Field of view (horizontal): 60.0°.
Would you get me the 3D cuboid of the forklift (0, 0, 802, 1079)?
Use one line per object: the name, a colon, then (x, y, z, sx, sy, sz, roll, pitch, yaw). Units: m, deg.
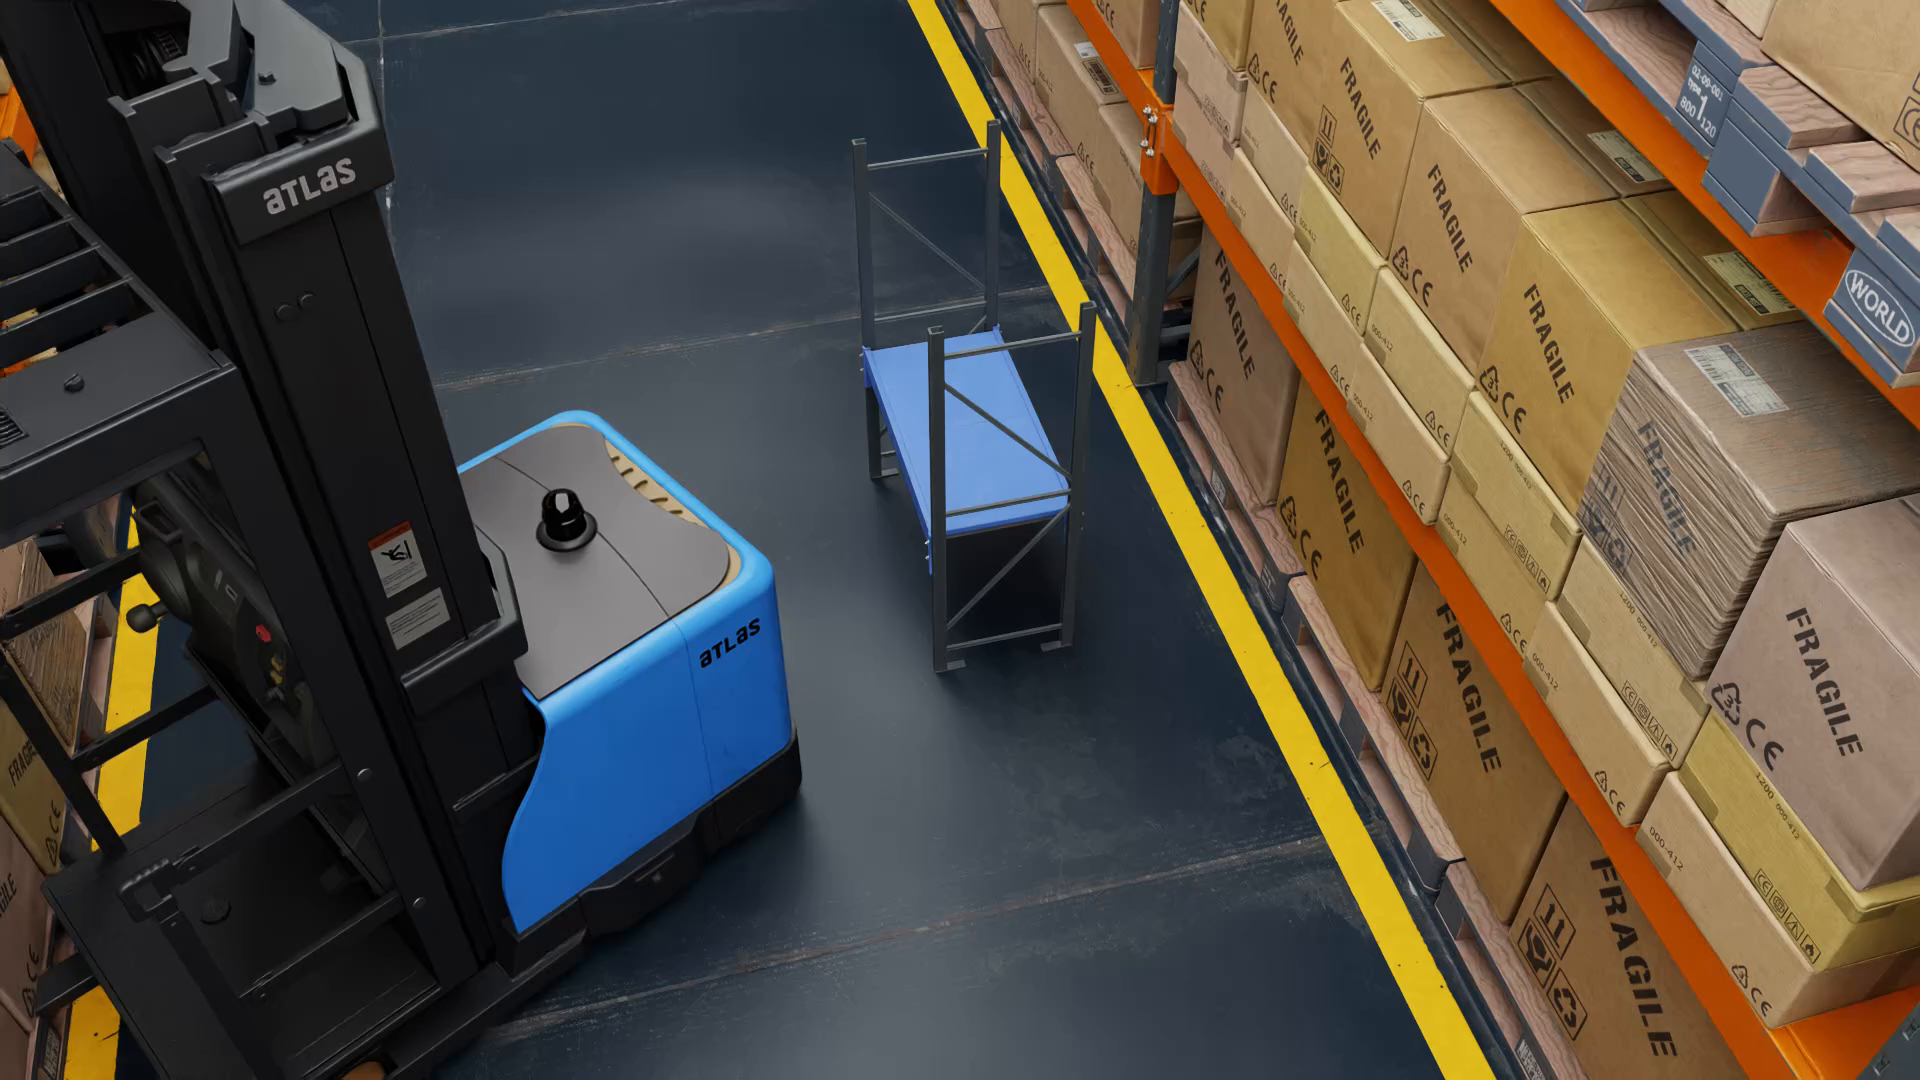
forklift: (-1.932, 0.266, 3.937, 3.031, 2.935, 1.130, -34, 54, -29)

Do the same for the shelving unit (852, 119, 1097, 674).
shelving unit: (0.022, -0.466, 5.657, 0.538, 1.500, 1.048, -11, 47, -10)

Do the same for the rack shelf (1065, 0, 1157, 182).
rack shelf: (0.680, -2.935, 7.530, 1.077, 0.370, 4.000, -11, 47, -10)

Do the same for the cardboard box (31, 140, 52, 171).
cardboard box: (-3.831, -1.548, 6.952, 0.380, 0.149, 0.250, -10, 47, -10)

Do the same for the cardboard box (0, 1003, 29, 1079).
cardboard box: (-2.746, 1.423, 4.211, 0.500, 0.500, 0.500, -12, 47, -11)

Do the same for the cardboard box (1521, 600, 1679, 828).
cardboard box: (1.689, 0.357, 3.905, 0.500, 0.250, 0.500, -10, 46, -10)

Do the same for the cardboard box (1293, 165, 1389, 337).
cardboard box: (1.296, -0.865, 4.753, 0.500, 0.250, 0.500, -10, 46, -10)

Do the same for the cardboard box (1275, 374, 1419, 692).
cardboard box: (1.667, -0.174, 5.514, 0.875, 0.875, 0.875, -9, 46, -9)

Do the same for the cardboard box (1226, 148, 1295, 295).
cardboard box: (1.183, -1.044, 5.278, 0.500, 0.250, 0.500, -12, 47, -11)

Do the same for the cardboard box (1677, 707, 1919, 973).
cardboard box: (1.846, 0.545, 3.370, 0.500, 0.250, 0.500, -11, 47, -10)

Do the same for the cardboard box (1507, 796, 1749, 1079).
cardboard box: (2.119, 1.060, 4.304, 0.875, 0.875, 0.875, -11, 47, -11)

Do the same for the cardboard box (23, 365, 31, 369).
cardboard box: (-3.455, -0.464, 5.890, 0.380, 0.149, 0.250, -9, 46, -9)

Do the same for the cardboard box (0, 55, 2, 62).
cardboard box: (-3.584, -1.699, 5.536, 0.500, 0.500, 0.500, -11, 47, -10)

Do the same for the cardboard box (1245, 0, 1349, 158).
cardboard box: (1.184, -1.488, 4.838, 0.500, 0.500, 0.500, -11, 47, -11)

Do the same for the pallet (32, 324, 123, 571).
pallet: (-3.773, -0.312, 6.408, 1.003, 0.211, 1.213, -11, 47, -10)

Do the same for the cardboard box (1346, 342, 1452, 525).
cardboard box: (1.418, -0.341, 4.589, 0.500, 0.250, 0.500, -11, 47, -11)

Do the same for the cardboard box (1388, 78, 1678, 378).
cardboard box: (1.448, -0.786, 4.150, 0.500, 0.500, 0.500, -11, 47, -11)

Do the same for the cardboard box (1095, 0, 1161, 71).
cardboard box: (0.826, -2.114, 6.152, 0.500, 0.500, 0.500, -10, 46, -10)

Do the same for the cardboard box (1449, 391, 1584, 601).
cardboard box: (1.561, -0.158, 4.059, 0.500, 0.250, 0.500, -12, 47, -11)

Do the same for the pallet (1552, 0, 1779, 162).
pallet: (1.711, -1.235, 3.392, 1.003, 0.211, 1.213, -9, 46, -8)

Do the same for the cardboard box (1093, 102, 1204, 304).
cardboard box: (1.135, -1.509, 7.129, 0.875, 0.438, 0.875, -11, 47, -11)

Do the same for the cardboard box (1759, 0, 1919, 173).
cardboard box: (1.779, -0.925, 2.592, 0.700, 0.500, 0.500, -13, 47, -12)

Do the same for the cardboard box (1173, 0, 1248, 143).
cardboard box: (1.032, -1.573, 5.446, 0.500, 0.250, 0.500, -12, 47, -11)

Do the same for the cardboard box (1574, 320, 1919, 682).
cardboard box: (1.691, -0.091, 3.469, 0.500, 0.500, 0.500, -10, 46, -10)

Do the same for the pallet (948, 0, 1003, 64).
pallet: (0.448, -3.054, 9.095, 1.003, 0.211, 1.213, -11, 47, -10)

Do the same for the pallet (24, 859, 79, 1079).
pallet: (-3.051, 1.526, 4.607, 1.003, 0.211, 1.213, -11, 47, -10)

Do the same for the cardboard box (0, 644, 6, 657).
cardboard box: (-3.014, 0.460, 4.631, 0.500, 0.250, 0.500, -9, 46, -8)

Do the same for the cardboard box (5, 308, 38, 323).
cardboard box: (-3.581, -0.831, 6.250, 0.380, 0.149, 0.250, -11, 47, -11)

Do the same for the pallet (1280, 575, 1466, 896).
pallet: (1.778, 0.533, 5.580, 1.003, 0.211, 1.213, -11, 47, -10)

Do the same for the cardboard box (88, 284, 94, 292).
cardboard box: (-3.714, -1.094, 6.716, 0.380, 0.149, 0.250, -9, 46, -8)

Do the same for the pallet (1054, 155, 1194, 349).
pallet: (1.073, -1.369, 7.444, 1.003, 0.211, 1.213, -11, 47, -10)

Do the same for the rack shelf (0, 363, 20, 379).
rack shelf: (-3.055, 0.801, 3.868, 1.077, 0.370, 4.000, -11, 47, -10)

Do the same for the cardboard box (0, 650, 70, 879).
cardboard box: (-3.003, 0.716, 4.904, 0.500, 0.500, 0.500, -12, 47, -11)

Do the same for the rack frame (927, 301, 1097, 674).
rack frame: (0.152, -0.115, 5.313, 0.500, 1.500, 0.032, -11, 47, -10)

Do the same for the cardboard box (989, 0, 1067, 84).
cardboard box: (0.676, -2.750, 8.345, 0.875, 0.438, 0.875, -10, 46, -9)

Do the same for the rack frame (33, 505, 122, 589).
rack frame: (-3.567, -0.831, 4.964, 1.000, 3.000, 0.127, -11, 47, -10)
